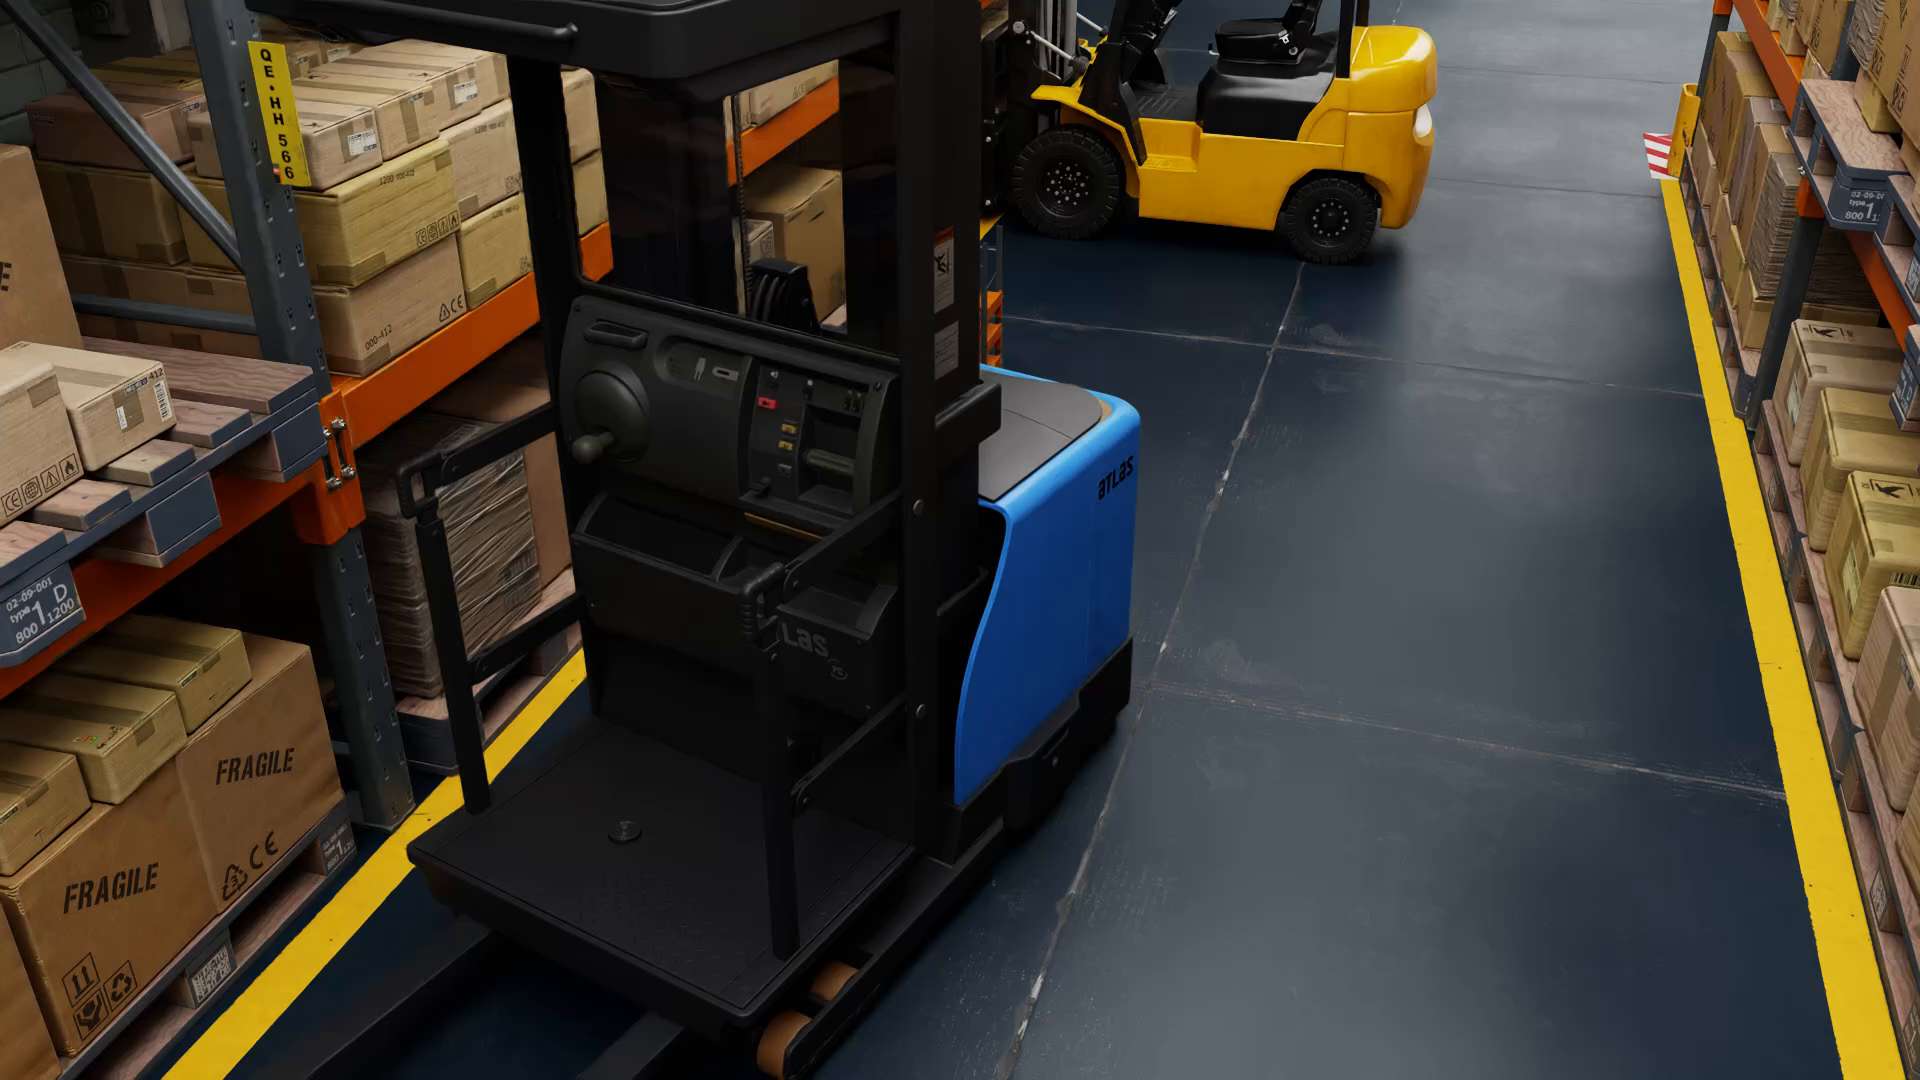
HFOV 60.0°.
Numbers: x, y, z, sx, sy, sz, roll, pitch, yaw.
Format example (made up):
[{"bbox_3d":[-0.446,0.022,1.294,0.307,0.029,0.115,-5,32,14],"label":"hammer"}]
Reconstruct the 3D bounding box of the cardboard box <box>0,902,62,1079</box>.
[{"bbox_3d":[-2.305,1.039,3.436,0.500,0.500,0.500,10,31,17],"label":"cardboard box"}]

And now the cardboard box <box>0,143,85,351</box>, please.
[{"bbox_3d":[-2.379,-0.582,3.676,0.500,0.500,0.500,10,31,17],"label":"cardboard box"}]

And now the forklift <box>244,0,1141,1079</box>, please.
[{"bbox_3d":[-0.676,-0.258,3.698,1.130,2.935,3.031,17,33,28],"label":"forklift"}]

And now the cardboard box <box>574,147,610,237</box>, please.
[{"bbox_3d":[-1.417,-1.151,5.388,0.500,0.250,0.500,8,30,13],"label":"cardboard box"}]

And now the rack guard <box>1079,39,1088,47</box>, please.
[{"bbox_3d":[0.277,-3.208,11.503,1.175,0.500,0.348,8,30,15],"label":"rack guard"}]

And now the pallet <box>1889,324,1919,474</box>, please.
[{"bbox_3d":[2.775,-0.128,3.592,1.213,0.211,1.003,8,30,15],"label":"pallet"}]

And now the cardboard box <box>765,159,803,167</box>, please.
[{"bbox_3d":[-0.957,-1.887,8.438,0.500,0.250,0.500,8,30,14],"label":"cardboard box"}]

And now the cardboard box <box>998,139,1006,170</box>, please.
[{"bbox_3d":[-0.007,-2.303,9.700,0.500,0.250,0.500,9,30,16],"label":"cardboard box"}]

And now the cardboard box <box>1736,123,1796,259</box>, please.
[{"bbox_3d":[3.907,-1.584,7.636,0.500,0.500,0.500,9,30,16],"label":"cardboard box"}]

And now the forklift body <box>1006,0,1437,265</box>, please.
[{"bbox_3d":[1.457,-2.777,9.030,2.313,2.155,1.214,8,30,15],"label":"forklift body"}]

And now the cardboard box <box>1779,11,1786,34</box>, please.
[{"bbox_3d":[4.044,-2.395,7.727,0.380,0.149,0.250,8,30,14],"label":"cardboard box"}]

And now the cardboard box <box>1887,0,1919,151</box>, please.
[{"bbox_3d":[3.126,-1.444,4.919,0.500,0.500,0.500,8,30,15],"label":"cardboard box"}]

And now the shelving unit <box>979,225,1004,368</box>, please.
[{"bbox_3d":[0.004,-0.531,5.970,0.258,1.200,0.189,8,30,15],"label":"shelving unit"}]

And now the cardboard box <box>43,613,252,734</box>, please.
[{"bbox_3d":[-1.981,0.319,4.063,0.380,0.149,0.250,7,30,12],"label":"cardboard box"}]

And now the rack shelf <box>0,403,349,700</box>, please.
[{"bbox_3d":[-2.665,0.672,2.697,1.077,0.370,4.000,8,30,15],"label":"rack shelf"}]

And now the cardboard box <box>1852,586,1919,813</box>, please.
[{"bbox_3d":[3.052,0.494,4.547,0.950,0.372,0.625,8,30,14],"label":"cardboard box"}]

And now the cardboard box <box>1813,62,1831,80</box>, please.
[{"bbox_3d":[3.645,-1.807,6.672,0.380,0.149,0.250,8,30,14],"label":"cardboard box"}]

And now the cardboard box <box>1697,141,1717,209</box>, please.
[{"bbox_3d":[4.358,-1.993,9.144,0.500,0.250,0.500,10,30,17],"label":"cardboard box"}]

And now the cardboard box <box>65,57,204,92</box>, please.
[{"bbox_3d":[-2.206,-1.217,4.581,0.380,0.149,0.250,9,30,16],"label":"cardboard box"}]

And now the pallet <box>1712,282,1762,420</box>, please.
[{"bbox_3d":[4.005,-0.823,7.512,1.003,0.211,1.213,8,30,15],"label":"pallet"}]

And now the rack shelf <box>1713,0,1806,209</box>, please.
[{"bbox_3d":[4.429,-2.339,8.110,1.077,0.370,4.000,8,30,15],"label":"rack shelf"}]

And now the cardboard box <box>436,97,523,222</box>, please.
[{"bbox_3d":[-1.566,-1.129,4.833,0.500,0.250,0.500,9,30,16],"label":"cardboard box"}]

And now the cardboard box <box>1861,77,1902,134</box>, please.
[{"bbox_3d":[3.296,-1.471,5.636,0.380,0.149,0.250,9,30,16],"label":"cardboard box"}]

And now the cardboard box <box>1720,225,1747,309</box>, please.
[{"bbox_3d":[3.905,-1.268,7.840,0.500,0.250,0.500,8,30,14],"label":"cardboard box"}]

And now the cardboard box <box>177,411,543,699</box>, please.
[{"bbox_3d":[-1.882,-0.006,5.185,0.875,0.625,0.625,9,30,16],"label":"cardboard box"}]

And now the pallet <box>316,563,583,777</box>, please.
[{"bbox_3d":[-1.799,0.270,5.548,1.003,0.211,1.213,8,30,15],"label":"pallet"}]

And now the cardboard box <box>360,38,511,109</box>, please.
[{"bbox_3d":[-1.510,-1.376,4.867,0.380,0.149,0.250,9,30,15],"label":"cardboard box"}]

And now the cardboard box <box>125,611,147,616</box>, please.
[{"bbox_3d":[-2.470,0.493,4.418,0.500,0.500,0.500,10,31,17],"label":"cardboard box"}]

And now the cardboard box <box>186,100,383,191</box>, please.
[{"bbox_3d":[-1.703,-1.005,4.201,0.380,0.149,0.250,9,30,16],"label":"cardboard box"}]

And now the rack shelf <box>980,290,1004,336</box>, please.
[{"bbox_3d":[0.004,-0.807,5.817,0.258,0.103,0.180,8,30,15],"label":"rack shelf"}]

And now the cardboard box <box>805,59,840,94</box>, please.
[{"bbox_3d":[-0.802,-2.094,7.082,0.500,0.250,0.500,9,30,16],"label":"cardboard box"}]

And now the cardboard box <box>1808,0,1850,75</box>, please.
[{"bbox_3d":[3.735,-2.140,6.602,0.500,0.500,0.500,8,30,14],"label":"cardboard box"}]

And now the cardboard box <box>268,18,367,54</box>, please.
[{"bbox_3d":[-1.915,-1.563,5.203,0.380,0.149,0.250,8,30,15],"label":"cardboard box"}]

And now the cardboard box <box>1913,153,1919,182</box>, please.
[{"bbox_3d":[3.096,-1.101,4.969,0.380,0.149,0.250,9,30,15],"label":"cardboard box"}]

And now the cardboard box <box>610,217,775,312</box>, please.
[{"bbox_3d":[-1.282,-0.973,6.924,0.875,0.625,0.625,8,30,14],"label":"cardboard box"}]

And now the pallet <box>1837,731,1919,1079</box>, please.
[{"bbox_3d":[2.899,0.990,4.253,1.003,0.211,1.213,8,30,15],"label":"pallet"}]

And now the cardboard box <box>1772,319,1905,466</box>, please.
[{"bbox_3d":[3.690,-0.515,6.362,0.950,0.372,0.625,9,30,16],"label":"cardboard box"}]

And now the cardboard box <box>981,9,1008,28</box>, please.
[{"bbox_3d":[0.150,-2.976,9.882,0.500,0.250,0.500,9,30,16],"label":"cardboard box"}]

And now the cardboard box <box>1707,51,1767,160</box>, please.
[{"bbox_3d":[4.359,-2.303,8.929,0.500,0.500,0.500,7,30,13],"label":"cardboard box"}]
